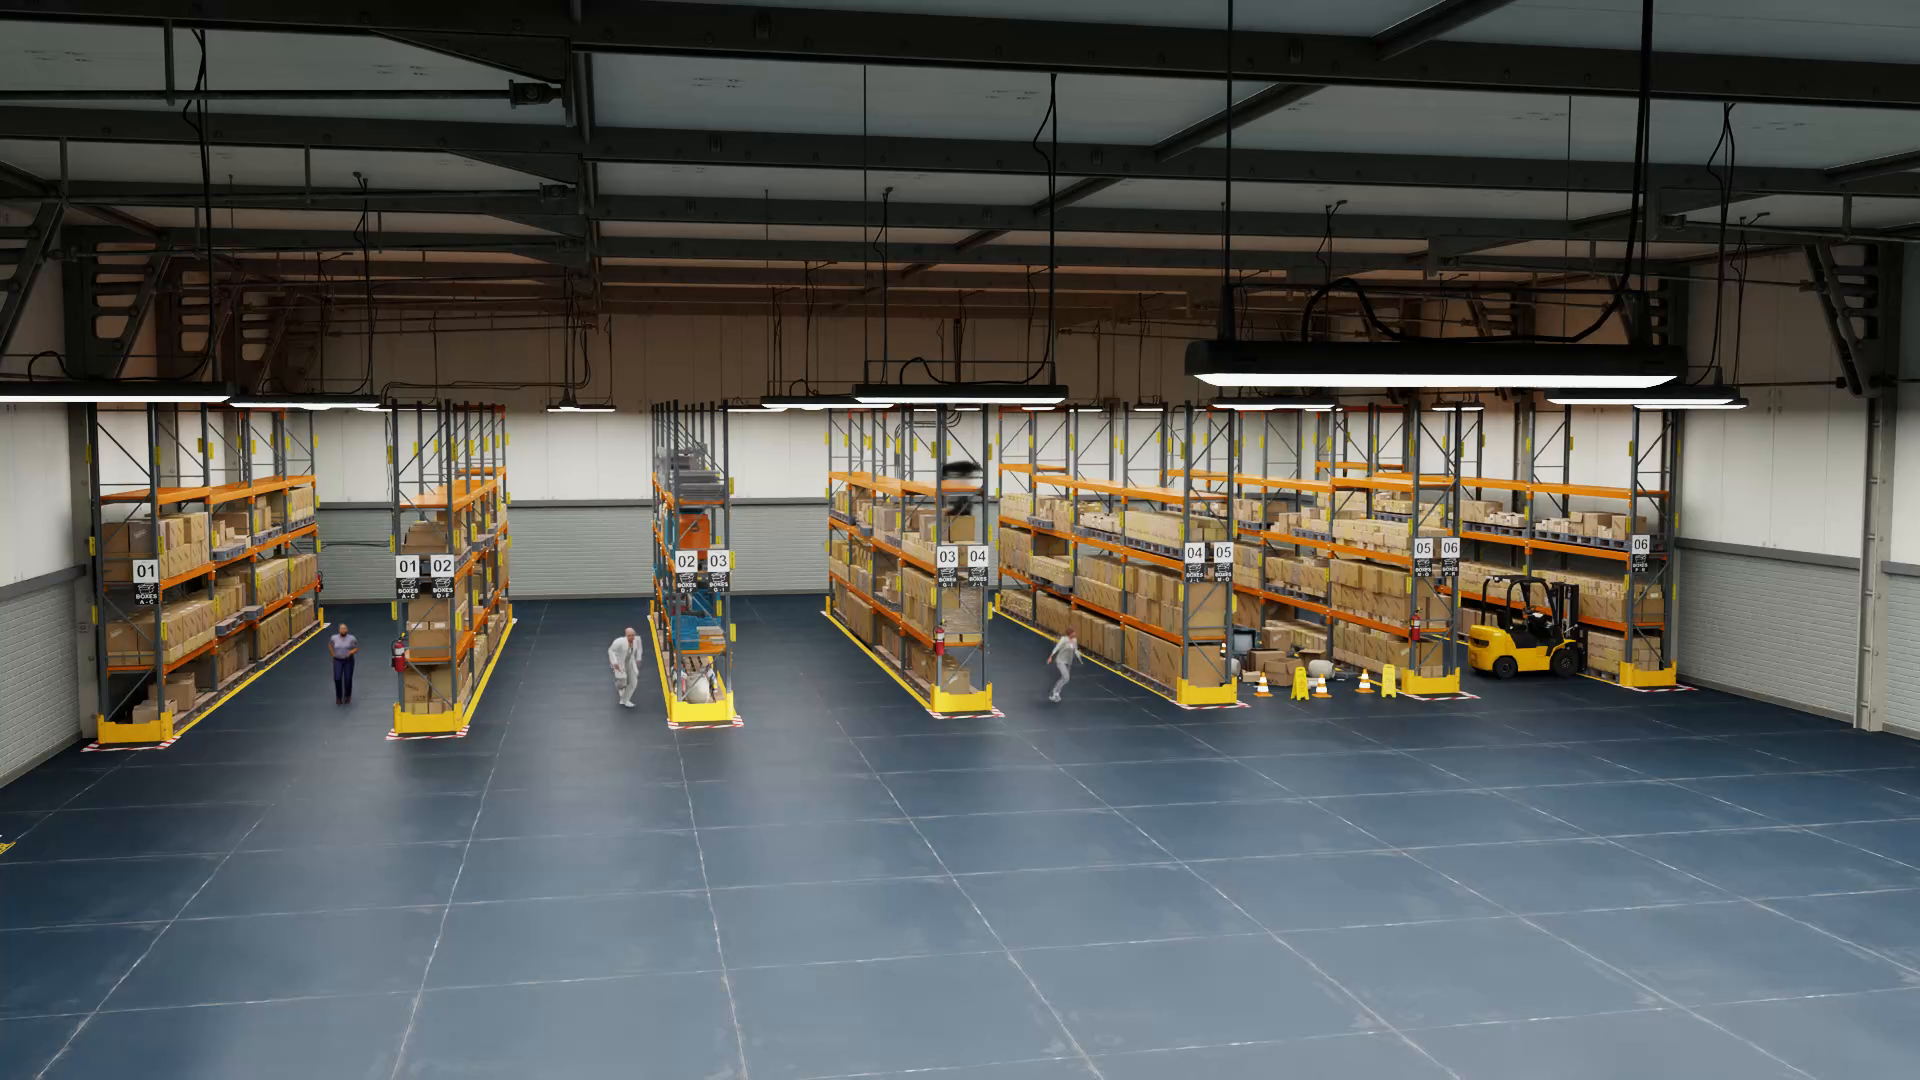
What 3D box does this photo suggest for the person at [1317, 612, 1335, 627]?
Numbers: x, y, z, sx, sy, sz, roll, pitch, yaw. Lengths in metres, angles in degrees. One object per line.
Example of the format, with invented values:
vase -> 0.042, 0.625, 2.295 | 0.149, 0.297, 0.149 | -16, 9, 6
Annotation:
person -> 9.641, 1.575, 43.641 | 0.642, 1.751, 0.752 | -2, 5, -20

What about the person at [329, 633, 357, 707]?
person -> -12.170, 2.545, 32.853 | 0.521, 1.477, 0.715 | -2, 5, -21

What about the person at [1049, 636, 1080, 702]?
person -> 2.057, 2.556, 33.114 | 0.505, 1.333, 0.562 | -4, 6, -43

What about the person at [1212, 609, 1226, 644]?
person -> 6.482, 1.772, 41.060 | 0.600, 1.714, 0.791 | -2, 5, -29

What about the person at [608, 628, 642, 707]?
person -> -6.636, 2.476, 32.774 | 0.716, 1.585, 1.039 | -2, 5, -29
